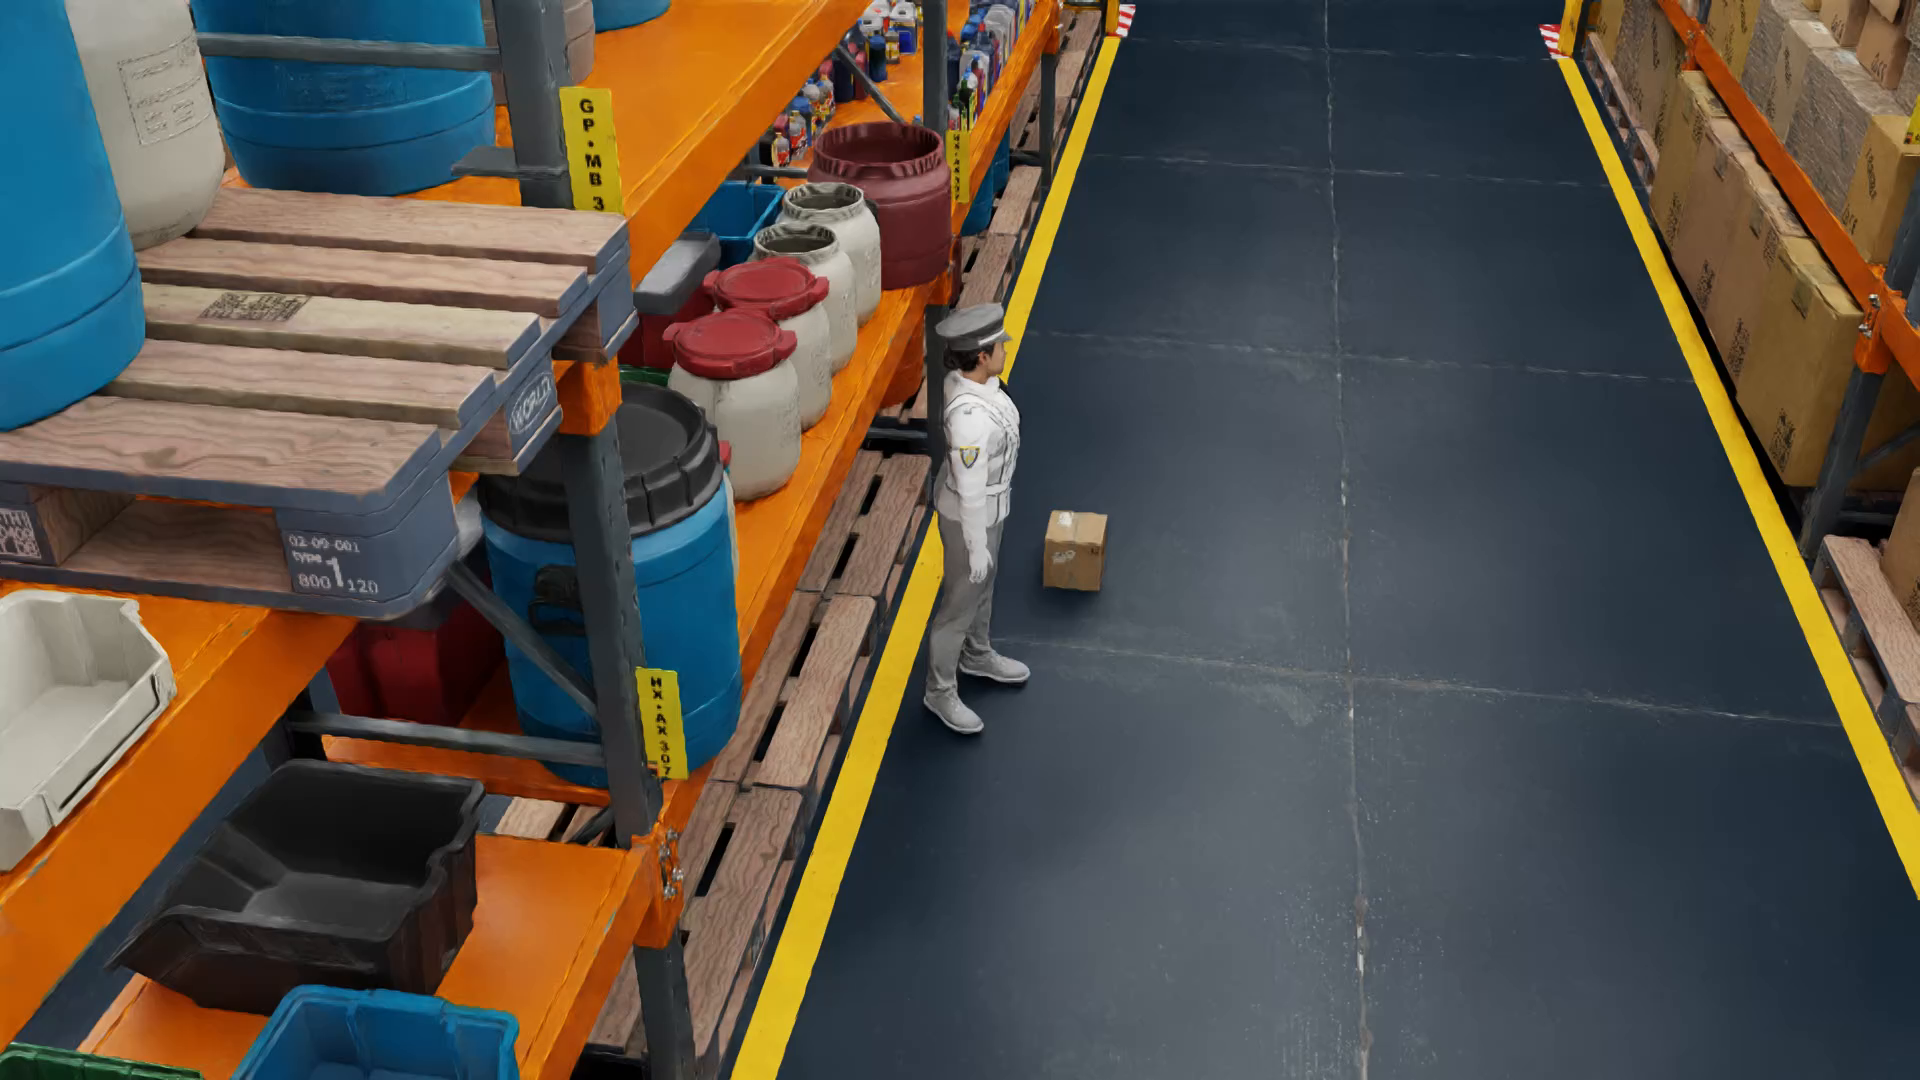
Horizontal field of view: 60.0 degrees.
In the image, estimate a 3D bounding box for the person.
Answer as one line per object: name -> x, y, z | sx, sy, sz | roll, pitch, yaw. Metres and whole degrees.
person -> 0.070, -0.109, 6.261 | 0.419, 1.684, 0.599 | 1, 33, 2
